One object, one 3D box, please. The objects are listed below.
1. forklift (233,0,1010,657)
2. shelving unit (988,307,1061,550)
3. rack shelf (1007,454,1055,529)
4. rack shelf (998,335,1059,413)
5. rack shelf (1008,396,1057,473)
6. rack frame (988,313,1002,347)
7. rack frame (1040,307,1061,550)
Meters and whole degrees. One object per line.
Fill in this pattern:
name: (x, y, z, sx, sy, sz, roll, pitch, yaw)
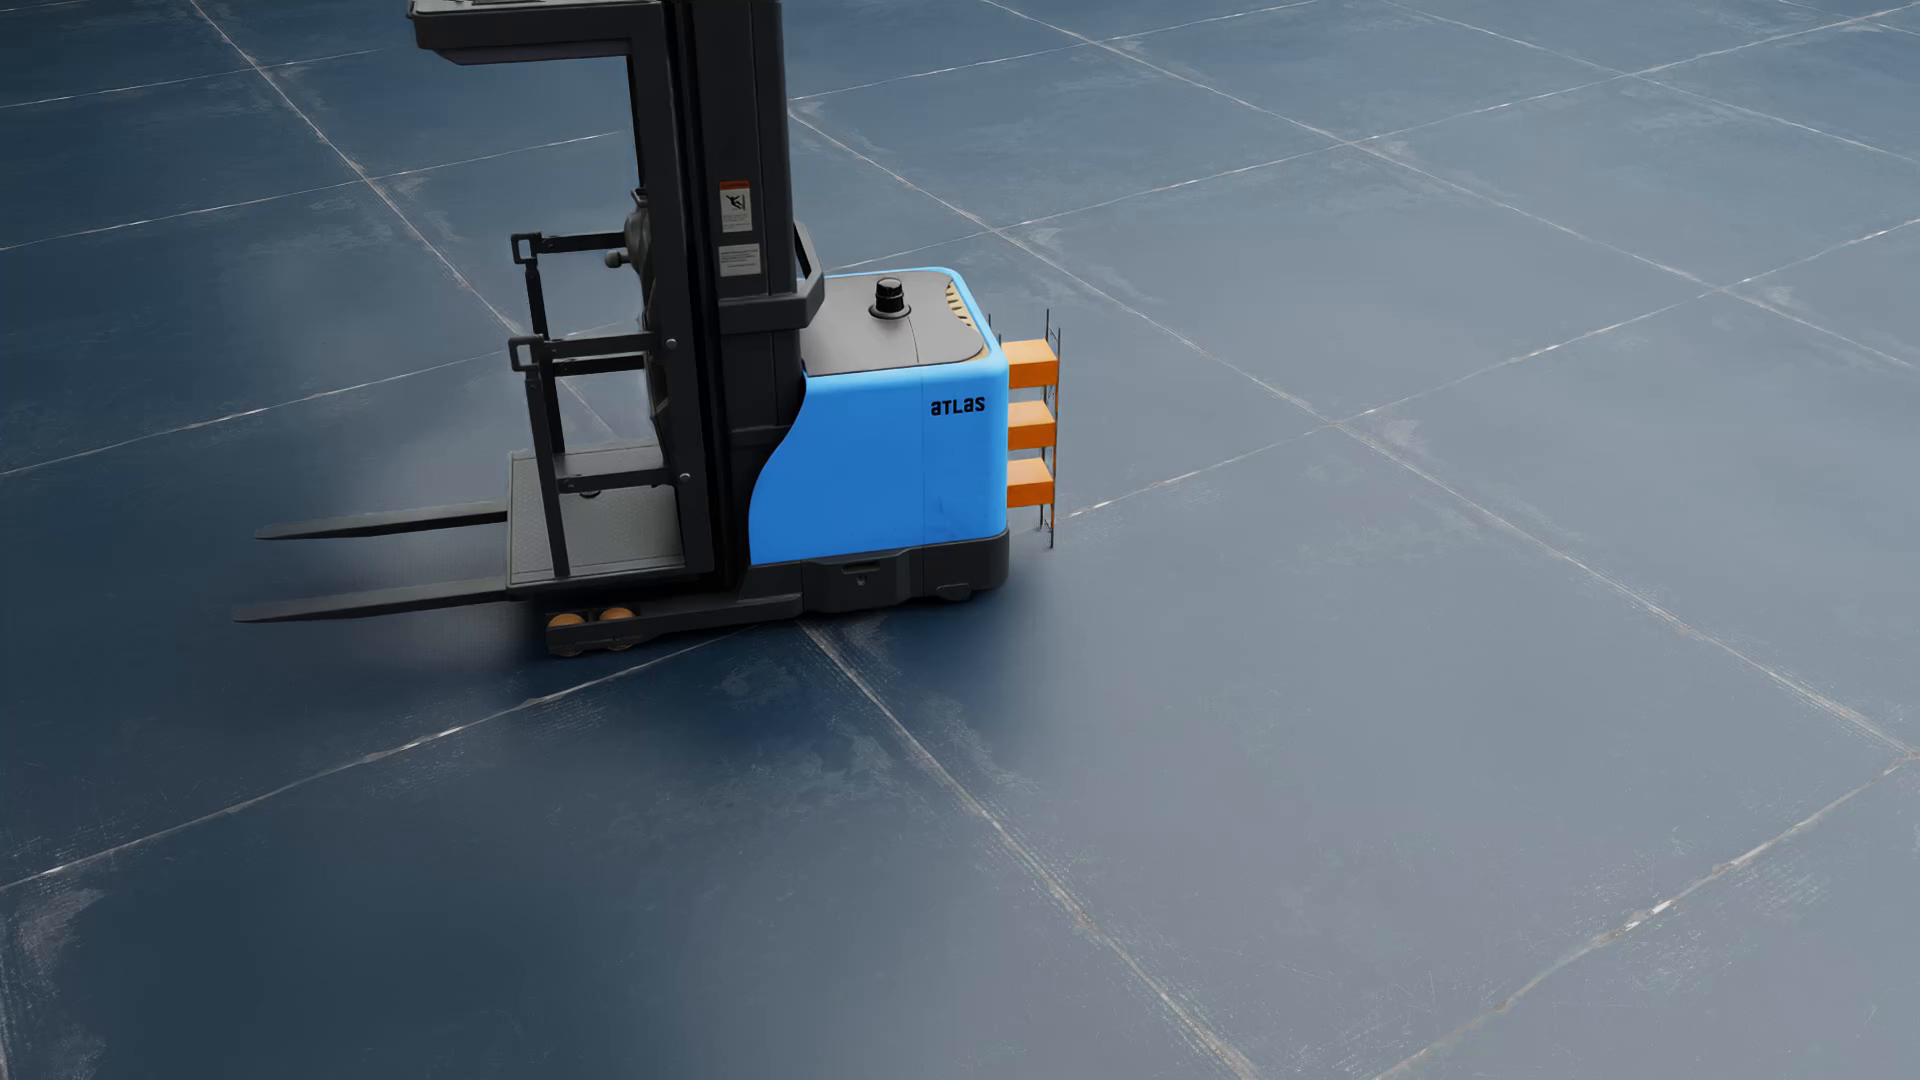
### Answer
forklift: (-1.370, -1.092, 6.234, 3.031, 2.935, 1.130, -7, 33, -10)
shelving unit: (0.259, -0.439, 6.962, 0.252, 1.050, 0.215, -7, 33, -10)
rack shelf: (0.259, -0.195, 7.116, 0.240, 0.259, 0.215, -7, 33, -10)
rack shelf: (0.259, -0.670, 6.816, 0.240, 0.259, 0.215, -7, 33, -10)
rack shelf: (0.259, -0.430, 6.968, 0.240, 0.259, 0.215, -7, 33, -10)
rack frame: (0.140, -0.425, 6.940, 0.008, 1.050, 0.200, -7, 33, -10)
rack frame: (0.378, -0.453, 6.984, 0.008, 1.050, 0.200, -7, 33, -10)
